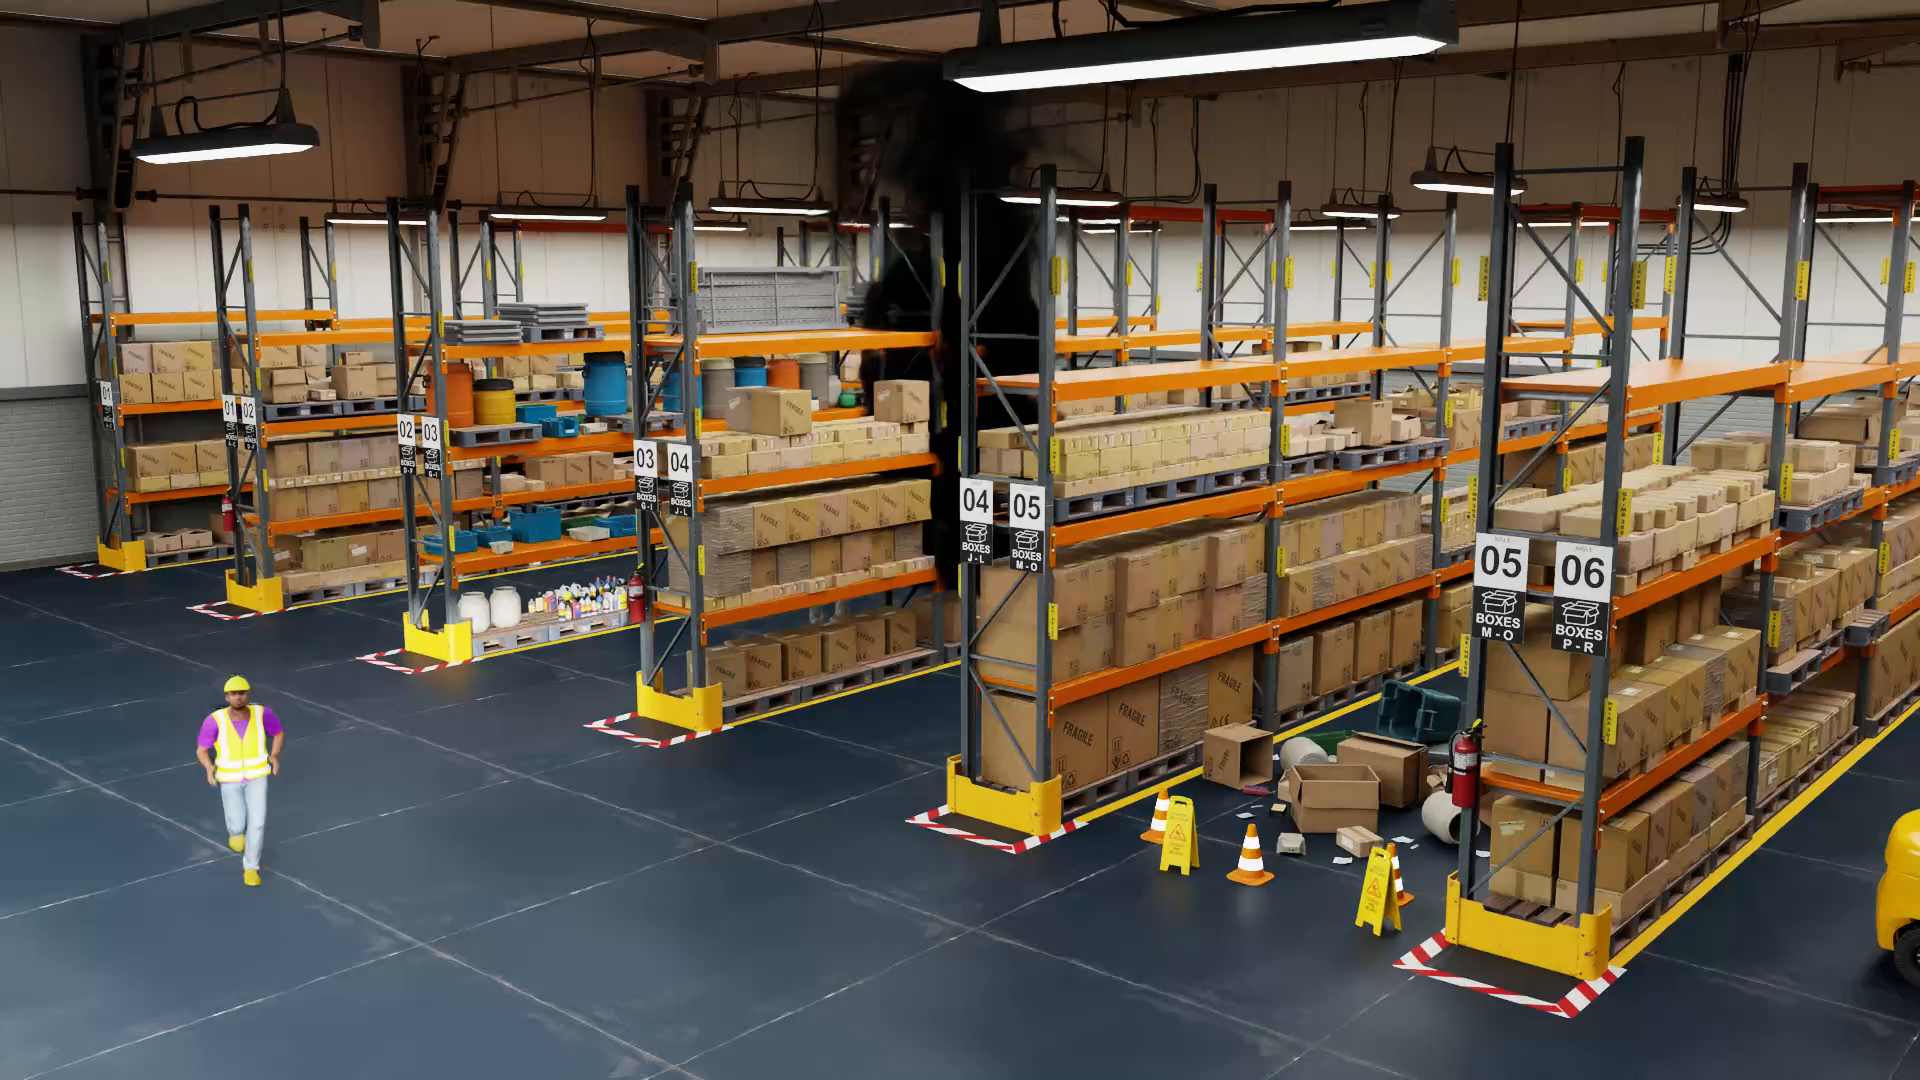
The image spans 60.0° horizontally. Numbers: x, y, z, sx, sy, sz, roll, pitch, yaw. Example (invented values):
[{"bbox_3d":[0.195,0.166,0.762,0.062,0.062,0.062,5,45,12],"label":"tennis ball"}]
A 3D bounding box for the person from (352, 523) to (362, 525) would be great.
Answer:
[{"bbox_3d":[-10.344,-0.416,28.615,0.637,1.772,0.709,5,11,29],"label":"person"}]

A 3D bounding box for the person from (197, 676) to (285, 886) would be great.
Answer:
[{"bbox_3d":[-6.067,2.000,14.096,0.699,1.737,0.758,-5,11,-27],"label":"person"}]

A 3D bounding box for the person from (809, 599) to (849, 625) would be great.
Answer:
[{"bbox_3d":[-1.817,0.320,22.366,0.675,1.900,0.801,6,11,33],"label":"person"}]
